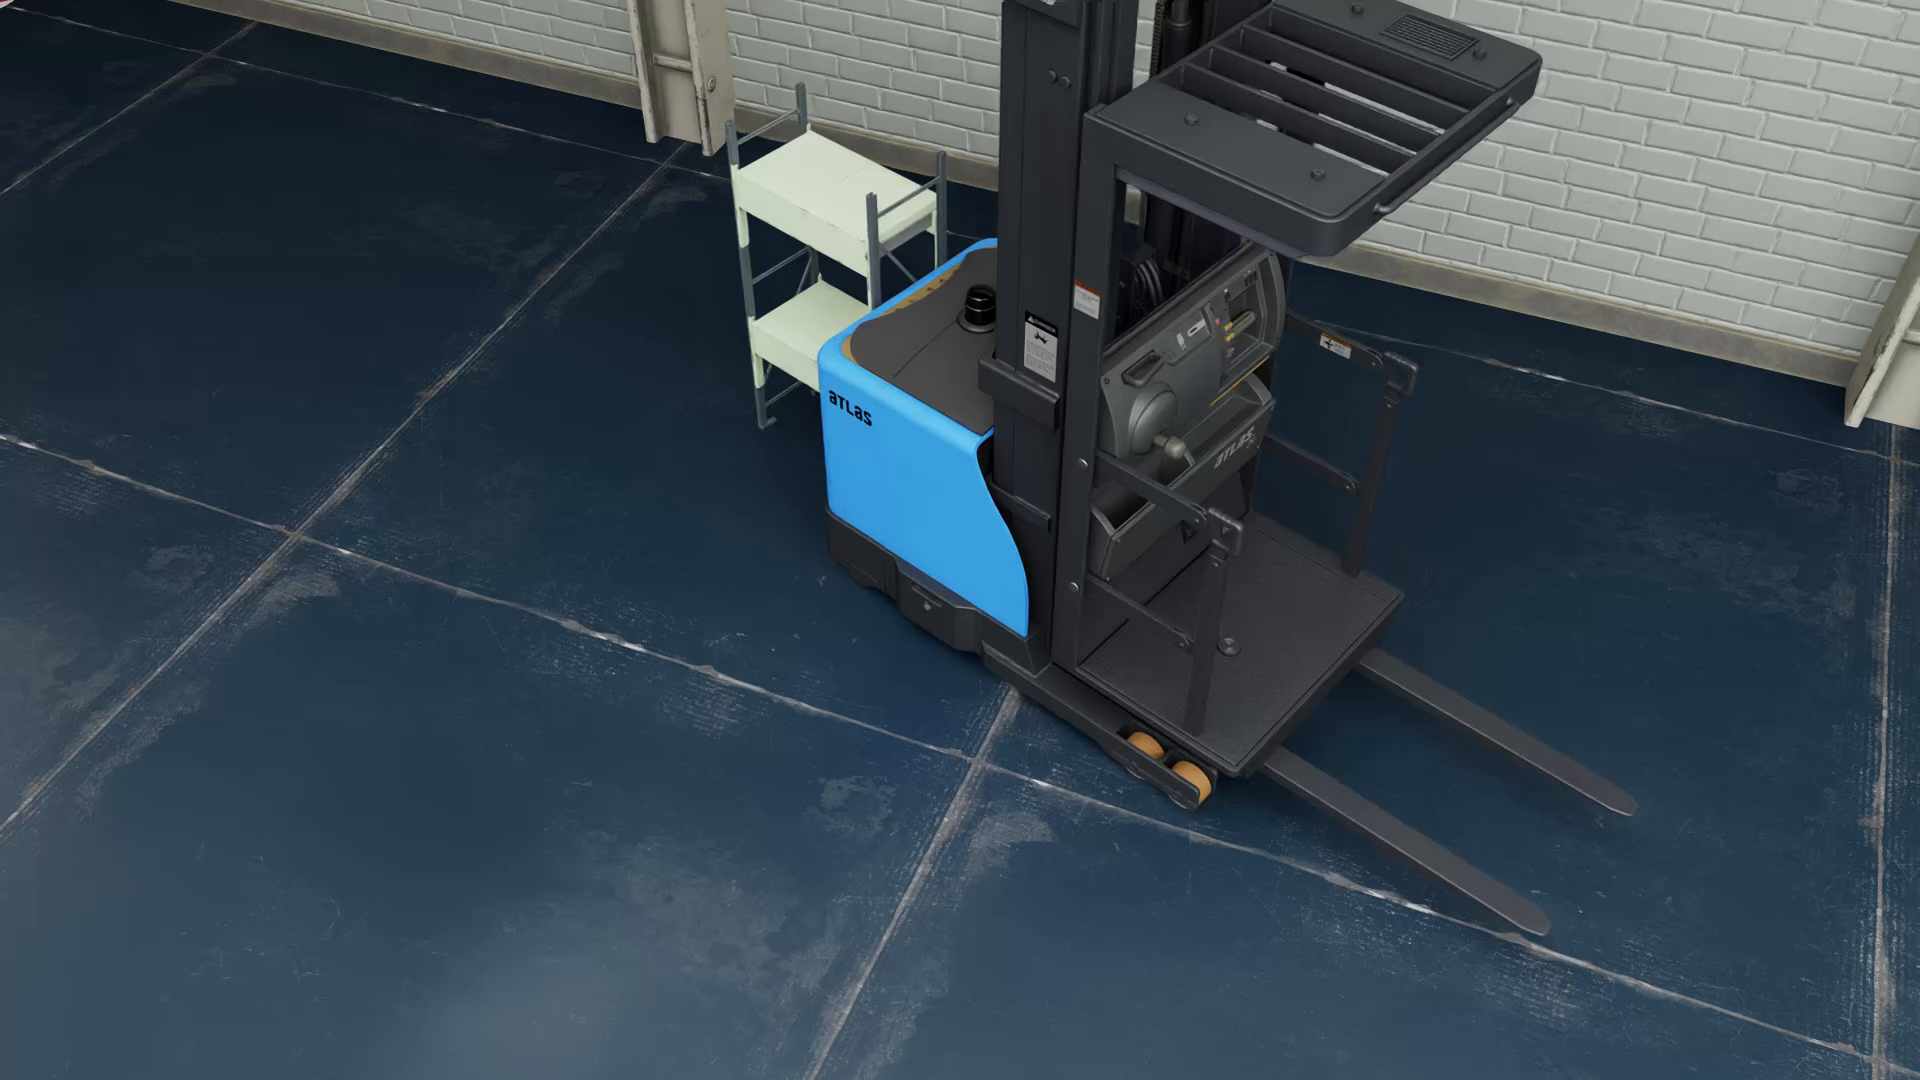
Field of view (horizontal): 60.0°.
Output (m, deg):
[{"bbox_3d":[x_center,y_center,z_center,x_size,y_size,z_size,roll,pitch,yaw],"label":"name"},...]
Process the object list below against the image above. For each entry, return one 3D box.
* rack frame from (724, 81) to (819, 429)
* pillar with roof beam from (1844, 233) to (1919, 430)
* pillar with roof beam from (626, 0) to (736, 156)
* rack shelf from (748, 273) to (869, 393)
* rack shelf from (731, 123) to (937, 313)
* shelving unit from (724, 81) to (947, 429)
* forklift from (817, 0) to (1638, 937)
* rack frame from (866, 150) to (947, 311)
[{"bbox_3d":[-0.736,-1.123,6.815,0.023,1.500,0.400,32,53,28],"label":"rack frame"},{"bbox_3d":[2.443,-0.938,1.313,0.400,9.000,9.100,16,47,16],"label":"pillar with roof beam"},{"bbox_3d":[-3.094,-2.567,2.950,0.400,9.000,9.100,16,47,16],"label":"pillar with roof beam"},{"bbox_3d":[-0.463,-0.720,6.872,0.720,0.370,0.431,32,53,28],"label":"rack shelf"},{"bbox_3d":[-0.463,-1.228,6.367,0.720,0.370,0.431,32,53,28],"label":"rack shelf"},{"bbox_3d":[-0.463,-0.951,6.642,0.755,1.500,0.431,32,53,28],"label":"shelving unit"},{"bbox_3d":[0.910,-0.527,5.201,3.031,2.935,1.130,32,53,28],"label":"forklift"},{"bbox_3d":[-0.190,-0.779,6.470,0.023,1.500,0.400,32,53,28],"label":"rack frame"}]
